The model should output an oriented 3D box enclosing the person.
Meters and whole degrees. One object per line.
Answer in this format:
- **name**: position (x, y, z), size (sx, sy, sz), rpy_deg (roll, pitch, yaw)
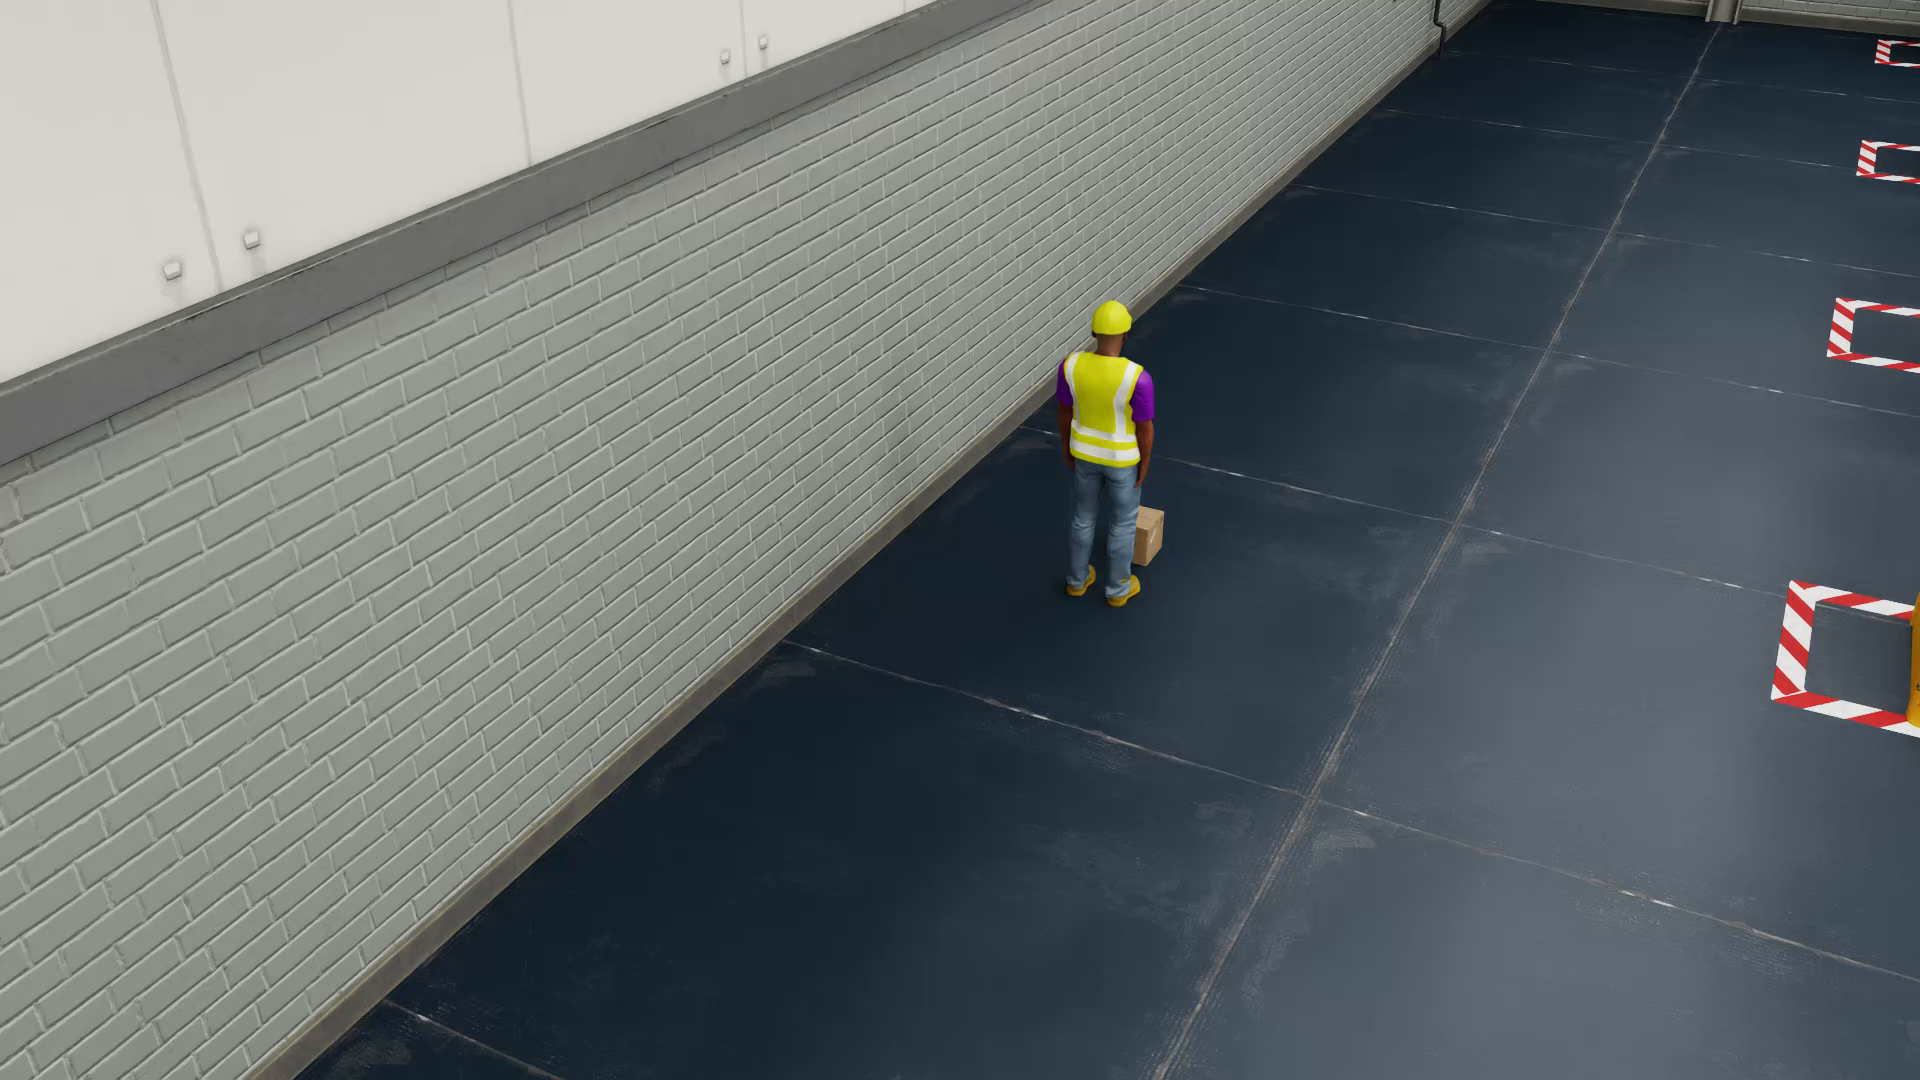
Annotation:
- **person**: position (0.794, -0.473, 9.094), size (0.564, 1.762, 0.357), rpy_deg (15, 33, 24)
